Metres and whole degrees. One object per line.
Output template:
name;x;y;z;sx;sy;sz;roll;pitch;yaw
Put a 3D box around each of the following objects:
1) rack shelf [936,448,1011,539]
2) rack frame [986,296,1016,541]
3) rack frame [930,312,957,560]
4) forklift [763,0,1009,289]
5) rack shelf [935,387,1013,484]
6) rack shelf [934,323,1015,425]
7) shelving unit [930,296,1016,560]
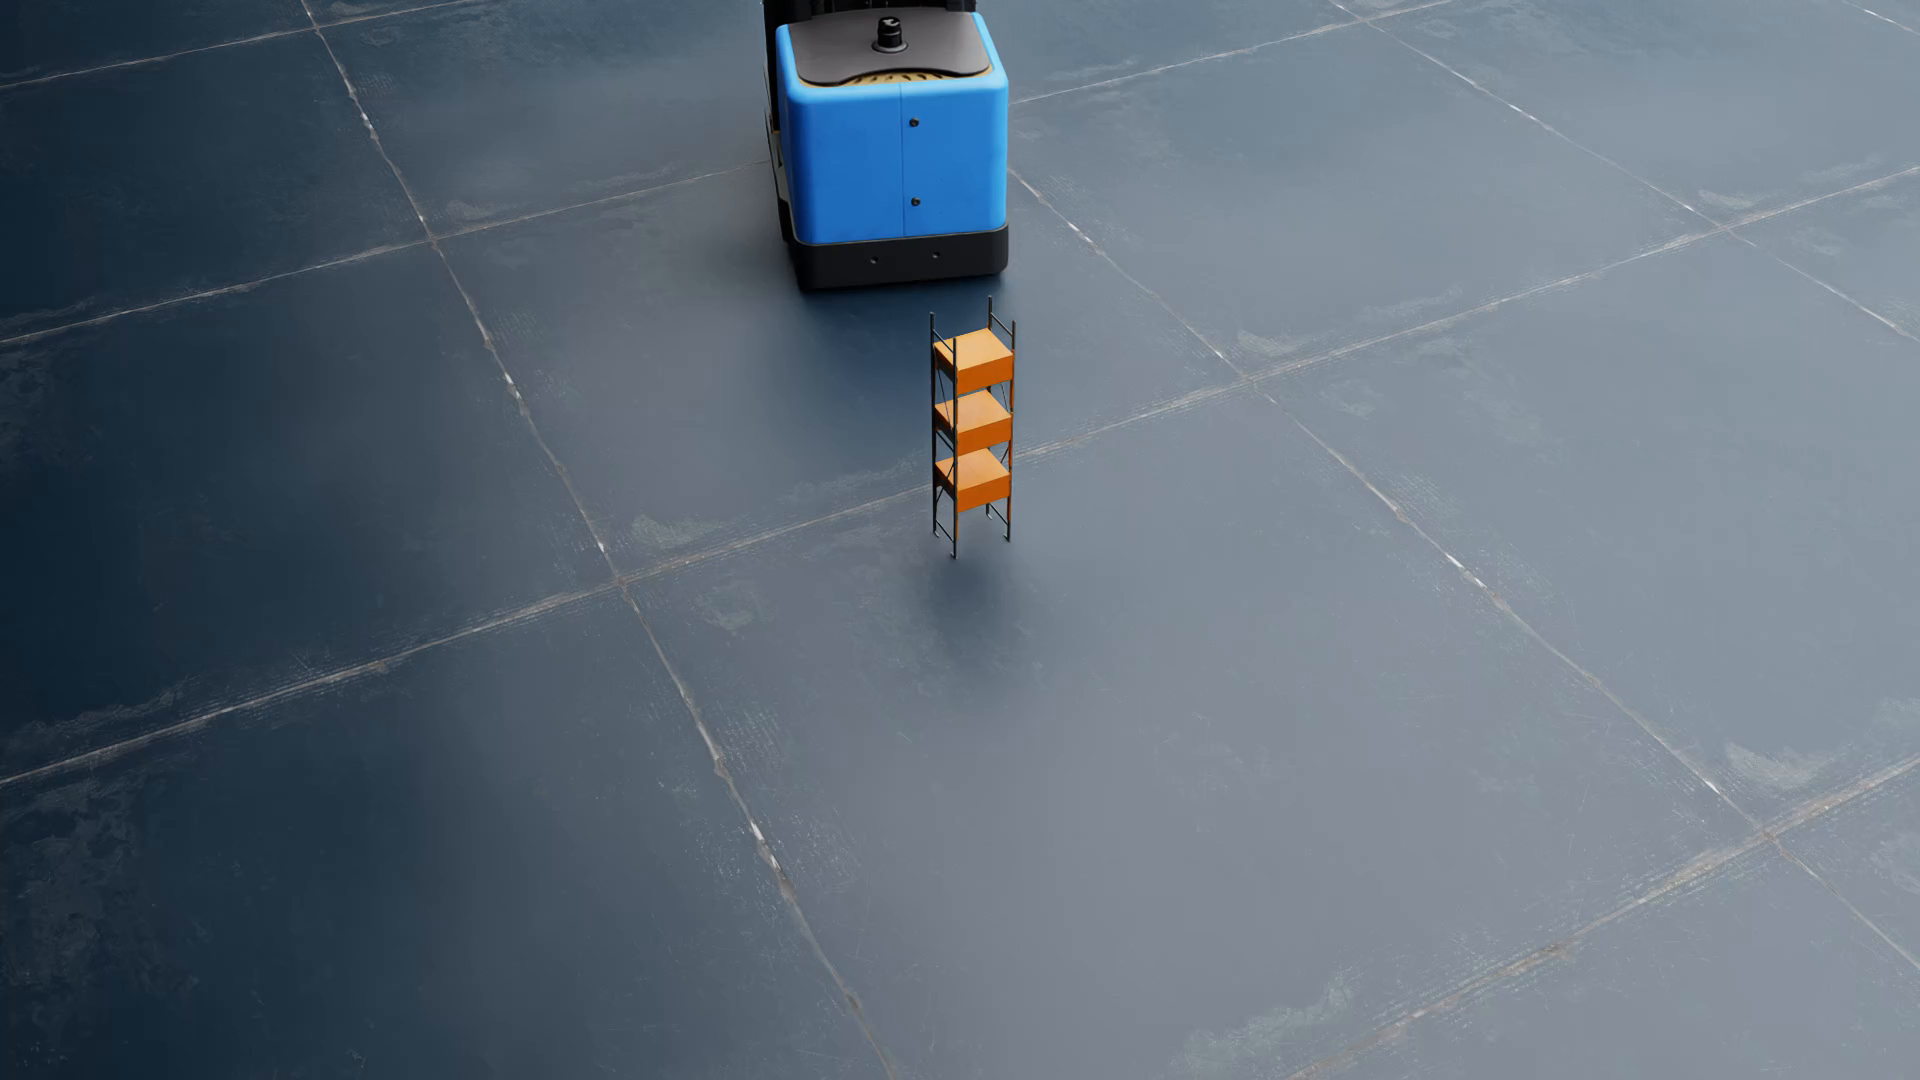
rack shelf;0.047;-0.196;6.616;0.240;0.259;0.215;-19;44;-21
rack frame;0.156;-0.453;6.473;0.008;1.050;0.200;-19;44;-21
rack frame;-0.061;-0.380;6.387;0.008;1.050;0.200;-19;44;-21
forklift;-0.502;-3.295;8.374;1.130;2.935;3.031;-6;41;-7
rack shelf;0.047;-0.409;6.437;0.240;0.259;0.215;-19;44;-21
rack shelf;0.047;-0.625;6.253;0.240;0.259;0.215;-19;44;-21
shelving unit;0.047;-0.417;6.430;0.252;1.050;0.215;-19;44;-21
